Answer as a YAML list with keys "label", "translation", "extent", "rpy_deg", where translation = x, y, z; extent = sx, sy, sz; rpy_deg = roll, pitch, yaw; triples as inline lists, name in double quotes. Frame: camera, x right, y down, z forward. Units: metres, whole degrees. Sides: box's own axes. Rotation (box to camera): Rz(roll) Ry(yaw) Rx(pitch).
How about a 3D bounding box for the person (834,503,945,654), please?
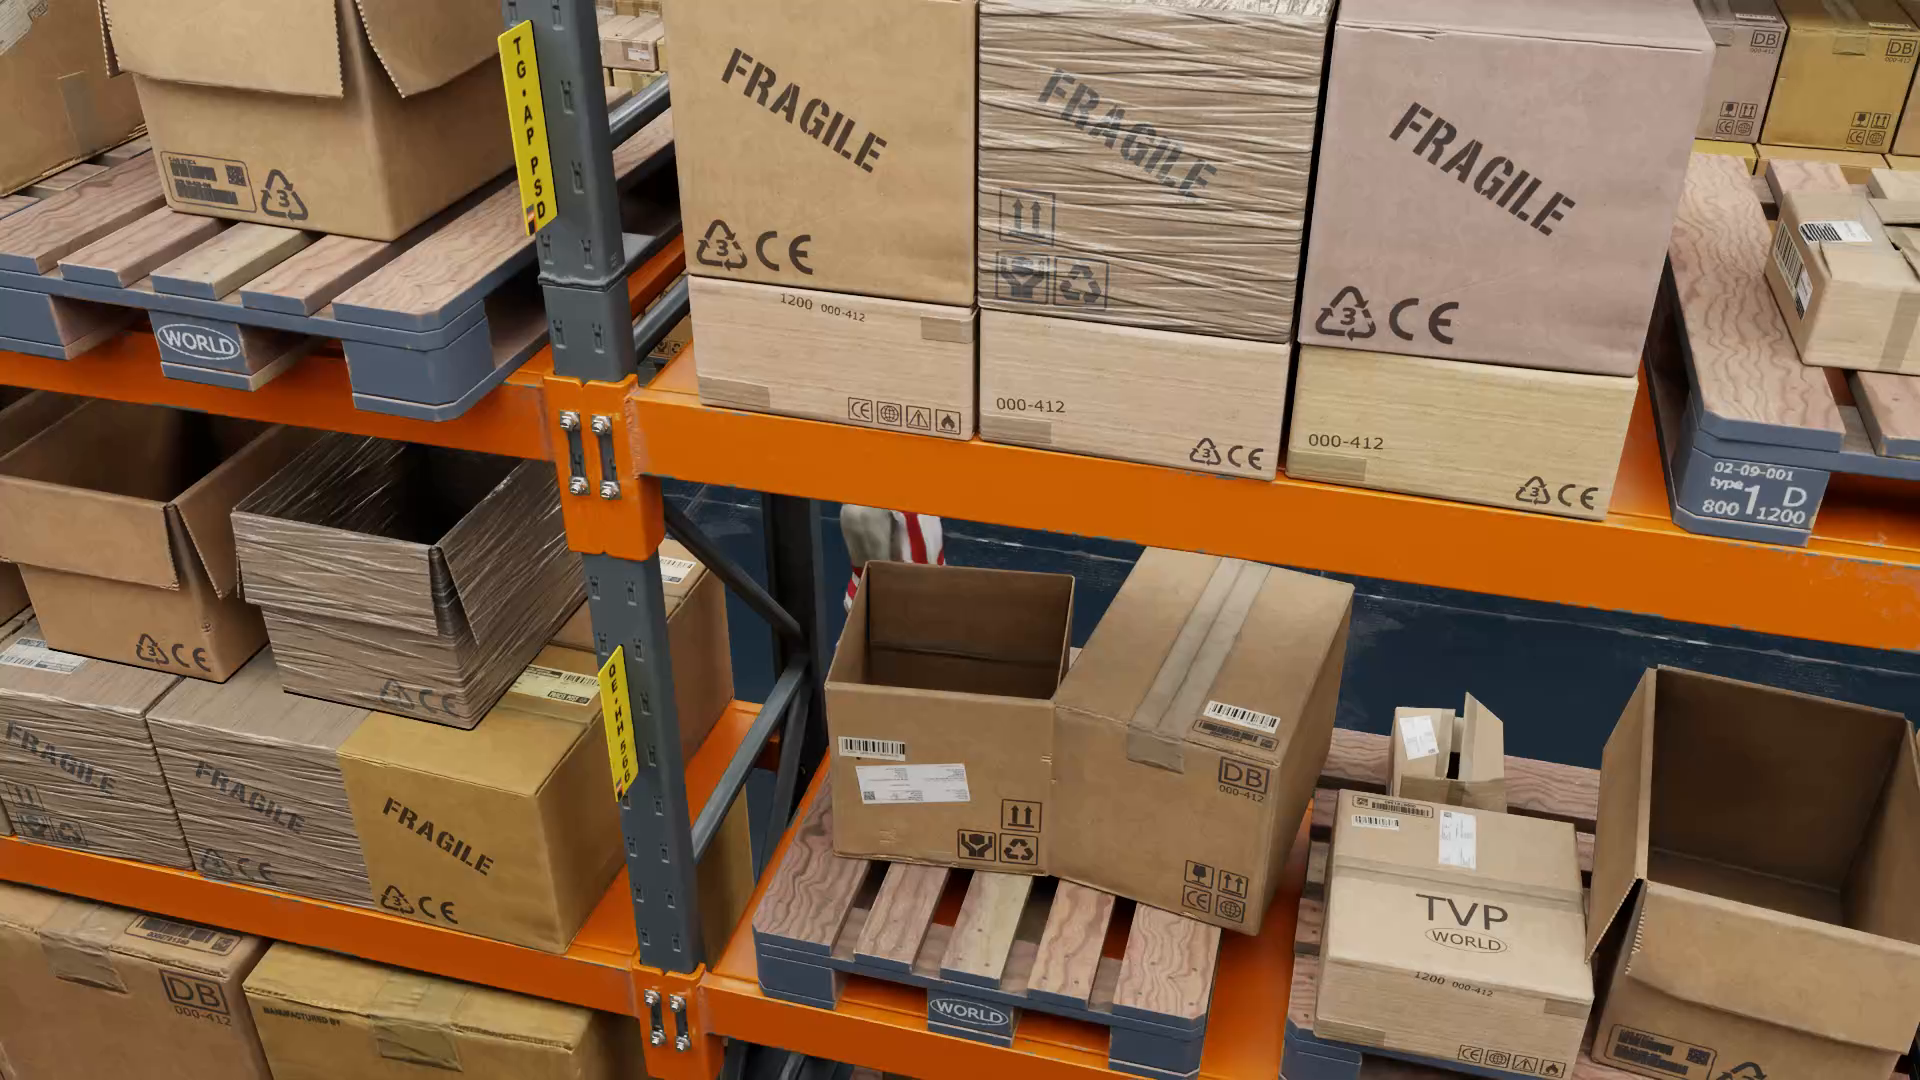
- label: "person"
  translation: [-0.285, 0.216, 5.784]
  extent: [0.450, 1.780, 0.623]
  rpy_deg: [7, 33, 10]
